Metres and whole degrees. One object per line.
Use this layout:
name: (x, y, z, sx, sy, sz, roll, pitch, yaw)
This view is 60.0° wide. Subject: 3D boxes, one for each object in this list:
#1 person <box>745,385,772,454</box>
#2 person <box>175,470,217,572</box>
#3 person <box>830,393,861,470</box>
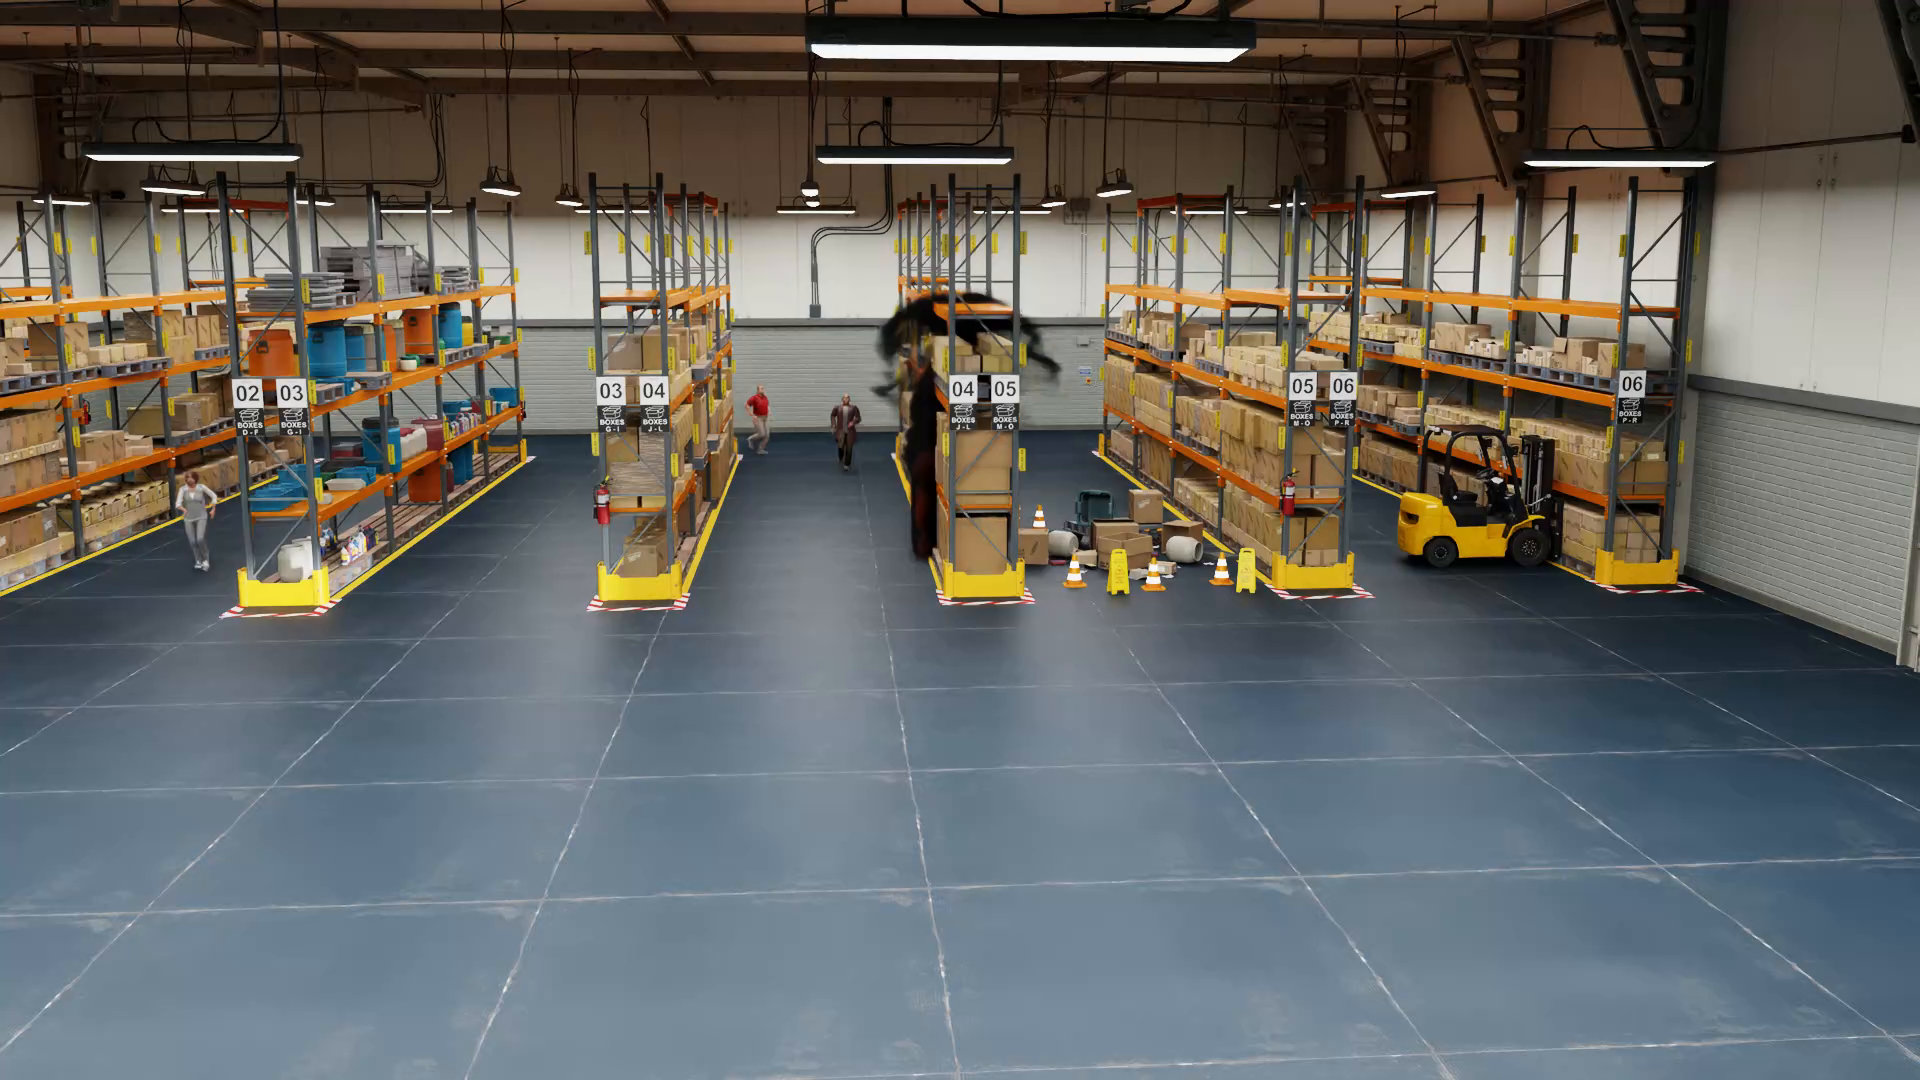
person: (-4.869, -2.922, 40.369, 0.567, 1.672, 0.710, 8, 13, 38)
person: (-11.828, -0.285, 25.765, 0.565, 1.600, 0.652, -2, 10, -12)
person: (-2.574, -2.423, 37.373, 0.703, 1.733, 0.628, 0, 10, -2)
